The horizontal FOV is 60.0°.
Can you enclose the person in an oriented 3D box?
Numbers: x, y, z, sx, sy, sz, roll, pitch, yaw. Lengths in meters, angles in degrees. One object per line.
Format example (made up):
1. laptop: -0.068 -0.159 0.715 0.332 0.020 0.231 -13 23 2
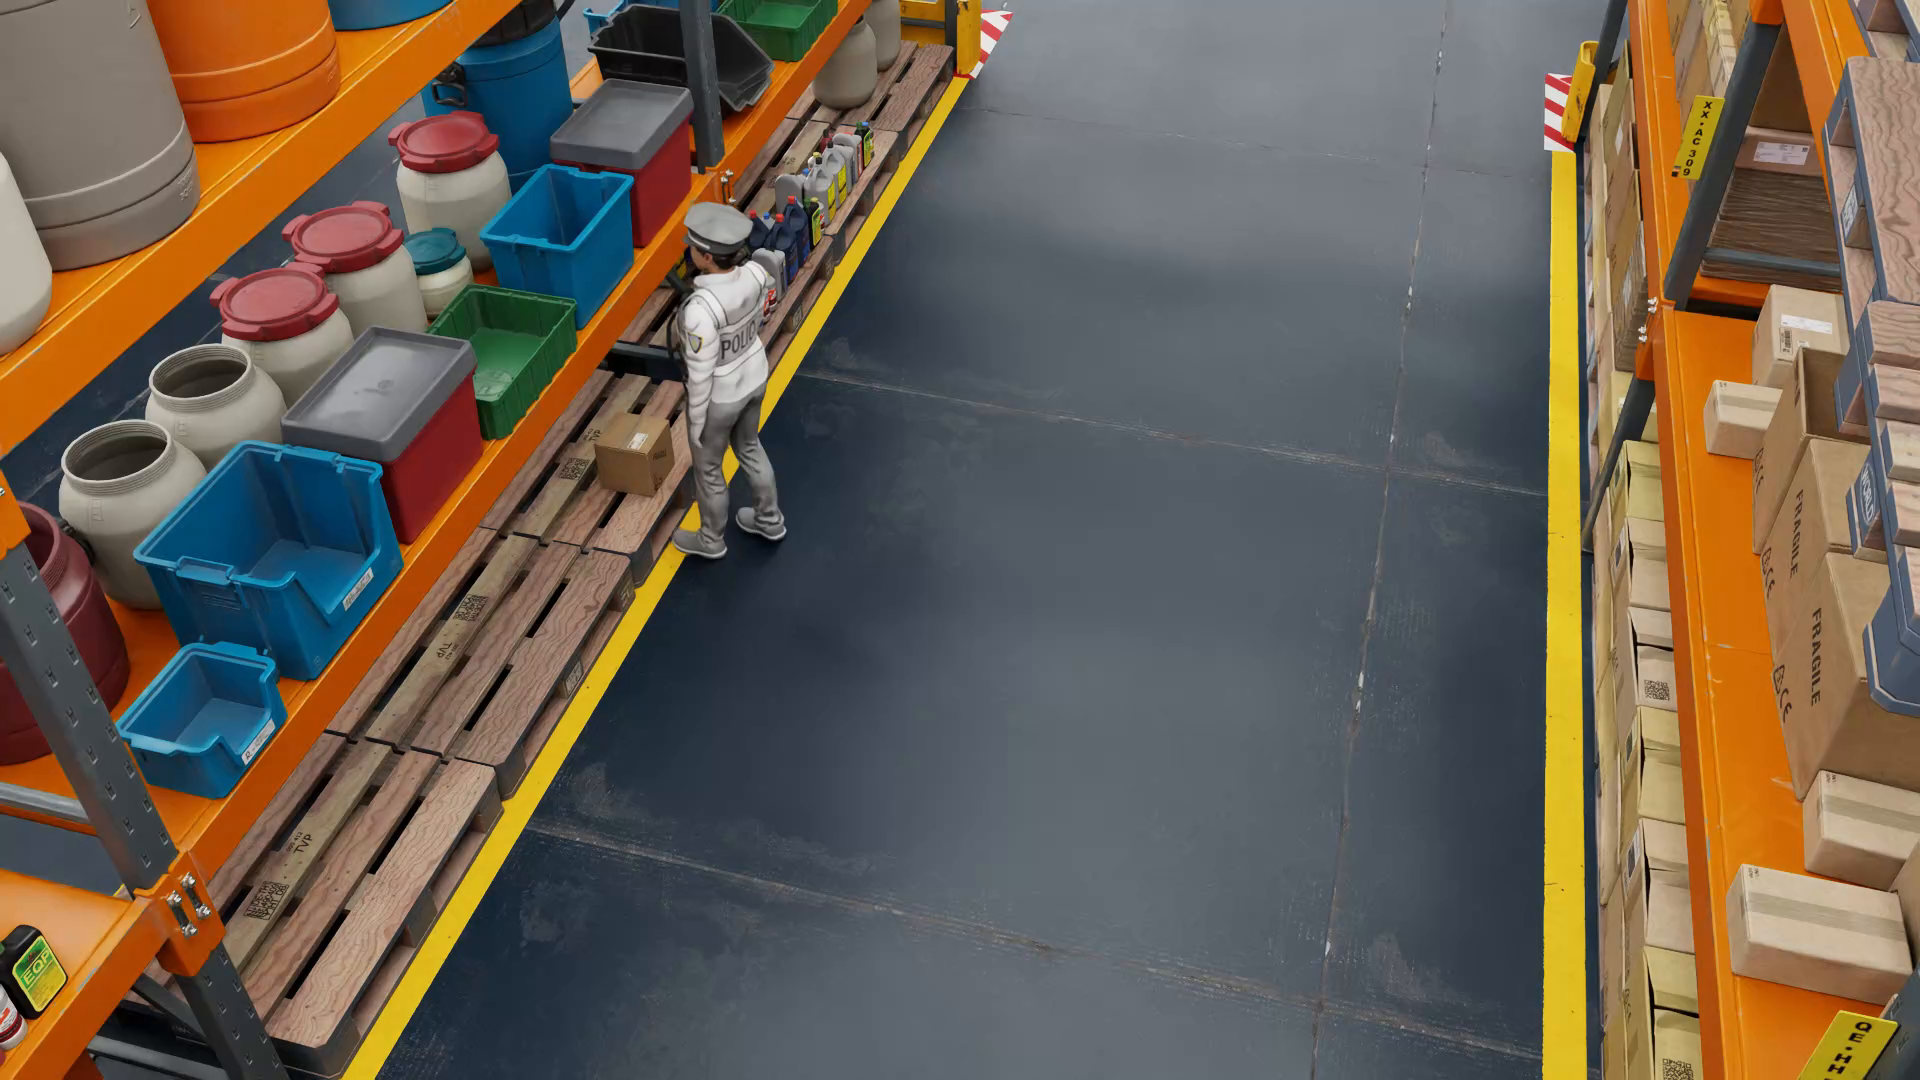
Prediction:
1. person: -1.011 -0.635 6.858 0.464 1.692 0.519 22 46 23
